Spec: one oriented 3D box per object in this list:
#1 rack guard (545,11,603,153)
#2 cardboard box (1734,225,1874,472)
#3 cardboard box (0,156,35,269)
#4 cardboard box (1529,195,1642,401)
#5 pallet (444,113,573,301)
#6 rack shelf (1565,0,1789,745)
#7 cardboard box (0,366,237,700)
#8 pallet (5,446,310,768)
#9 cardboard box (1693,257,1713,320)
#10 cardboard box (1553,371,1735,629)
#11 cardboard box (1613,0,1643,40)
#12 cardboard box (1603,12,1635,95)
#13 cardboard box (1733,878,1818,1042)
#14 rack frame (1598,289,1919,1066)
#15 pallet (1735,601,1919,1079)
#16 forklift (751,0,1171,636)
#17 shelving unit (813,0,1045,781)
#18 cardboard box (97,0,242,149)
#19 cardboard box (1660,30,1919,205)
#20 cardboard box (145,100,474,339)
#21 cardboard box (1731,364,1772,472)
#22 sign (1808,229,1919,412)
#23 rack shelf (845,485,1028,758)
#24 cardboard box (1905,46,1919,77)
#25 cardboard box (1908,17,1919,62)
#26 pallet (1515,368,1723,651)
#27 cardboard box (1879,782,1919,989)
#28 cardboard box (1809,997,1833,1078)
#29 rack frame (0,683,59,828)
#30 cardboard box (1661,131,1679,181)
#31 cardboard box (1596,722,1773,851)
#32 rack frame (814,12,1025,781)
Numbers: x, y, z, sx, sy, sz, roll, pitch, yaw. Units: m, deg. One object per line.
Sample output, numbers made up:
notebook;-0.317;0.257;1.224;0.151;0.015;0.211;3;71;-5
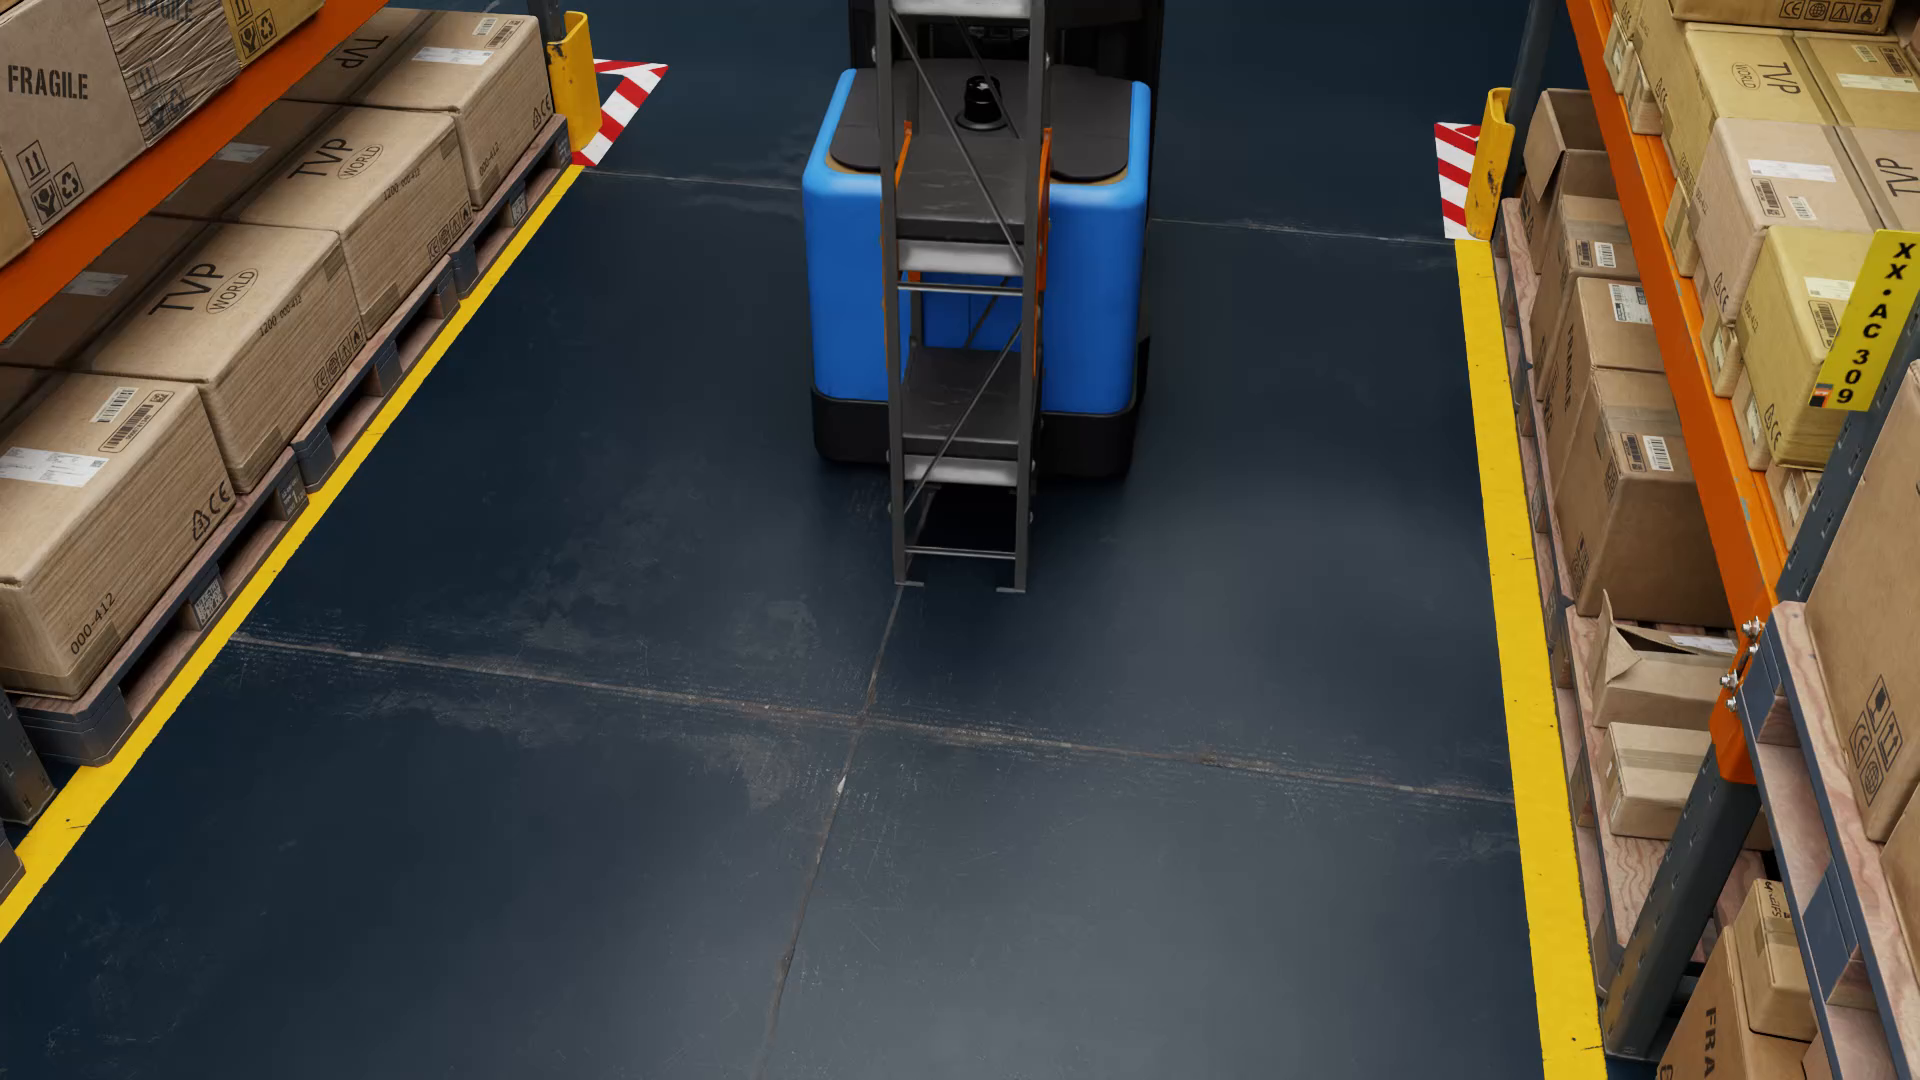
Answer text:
rack guard;-2.211;-2.060;7.350;1.175;0.500;0.348;6;40;8
cardboard box;1.830;-0.357;3.212;0.500;0.250;0.500;7;40;9
cardboard box;-2.568;-0.802;3.788;0.500;0.500;0.500;8;40;9
cardboard box;2.289;-0.757;5.443;0.700;0.500;0.500;8;40;9
pallet;-2.277;-1.423;6.806;1.003;0.211;1.213;6;40;8
rack shelf;2.328;-0.931;4.587;1.077;0.370;4.000;6;40;8
cardboard box;-2.693;-0.055;4.643;0.875;0.438;0.875;6;40;7
pallet;-2.699;0.108;4.954;1.003;0.211;1.213;6;40;8
cardboard box;1.905;-0.578;3.792;0.380;0.149;0.250;7;40;9
cardboard box;2.109;-0.105;4.655;0.700;0.500;0.500;5;40;6
cardboard box;2.159;-1.631;4.752;0.500;0.250;0.500;6;40;7
cardboard box;2.075;-1.388;4.772;0.380;0.149;0.250;5;40;6
cardboard box;1.658;0.794;3.059;0.380;0.149;0.250;8;40;10
rack frame;1.982;0.047;2.839;1.000;3.000;0.127;6;40;8
pallet;1.736;0.610;2.309;1.003;0.211;1.213;6;40;8
forklift;0.106;-1.784;5.108;1.130;2.935;3.031;4;40;5
shelving unit;-0.053;-0.334;4.006;0.431;2.100;0.503;4;40;5
cardboard box;-2.385;-1.429;4.546;0.500;0.500;0.500;7;40;8
cardboard box;2.001;-0.984;3.971;0.500;0.250;0.500;6;40;7
cardboard box;-2.381;-1.183;6.007;0.875;0.438;0.875;7;40;9
cardboard box;1.812;-0.250;3.396;0.380;0.149;0.250;7;40;9
sign;1.446;-0.342;2.630;0.100;0.325;0.005;6;40;8
rack shelf;-0.053;0.216;4.461;0.431;0.518;0.480;4;40;5
cardboard box;2.505;-0.930;3.905;0.500;0.250;0.500;7;40;9
cardboard box;2.502;-1.204;3.648;0.500;0.500;0.500;5;40;6
pallet;2.311;-0.077;5.178;1.003;0.211;1.213;6;40;8
cardboard box;1.588;0.450;1.943;0.700;0.500;0.500;7;40;8
cardboard box;1.660;0.848;2.760;0.380;0.149;0.250;5;40;6
rack frame;-2.908;-0.498;3.499;1.000;3.000;0.127;6;40;8
cardboard box;2.073;-1.051;4.364;0.380;0.149;0.250;6;40;8
cardboard box;1.789;0.602;4.076;0.380;0.149;0.250;5;40;6
rack frame;-0.078;-0.179;3.819;0.400;2.100;0.015;4;40;5
